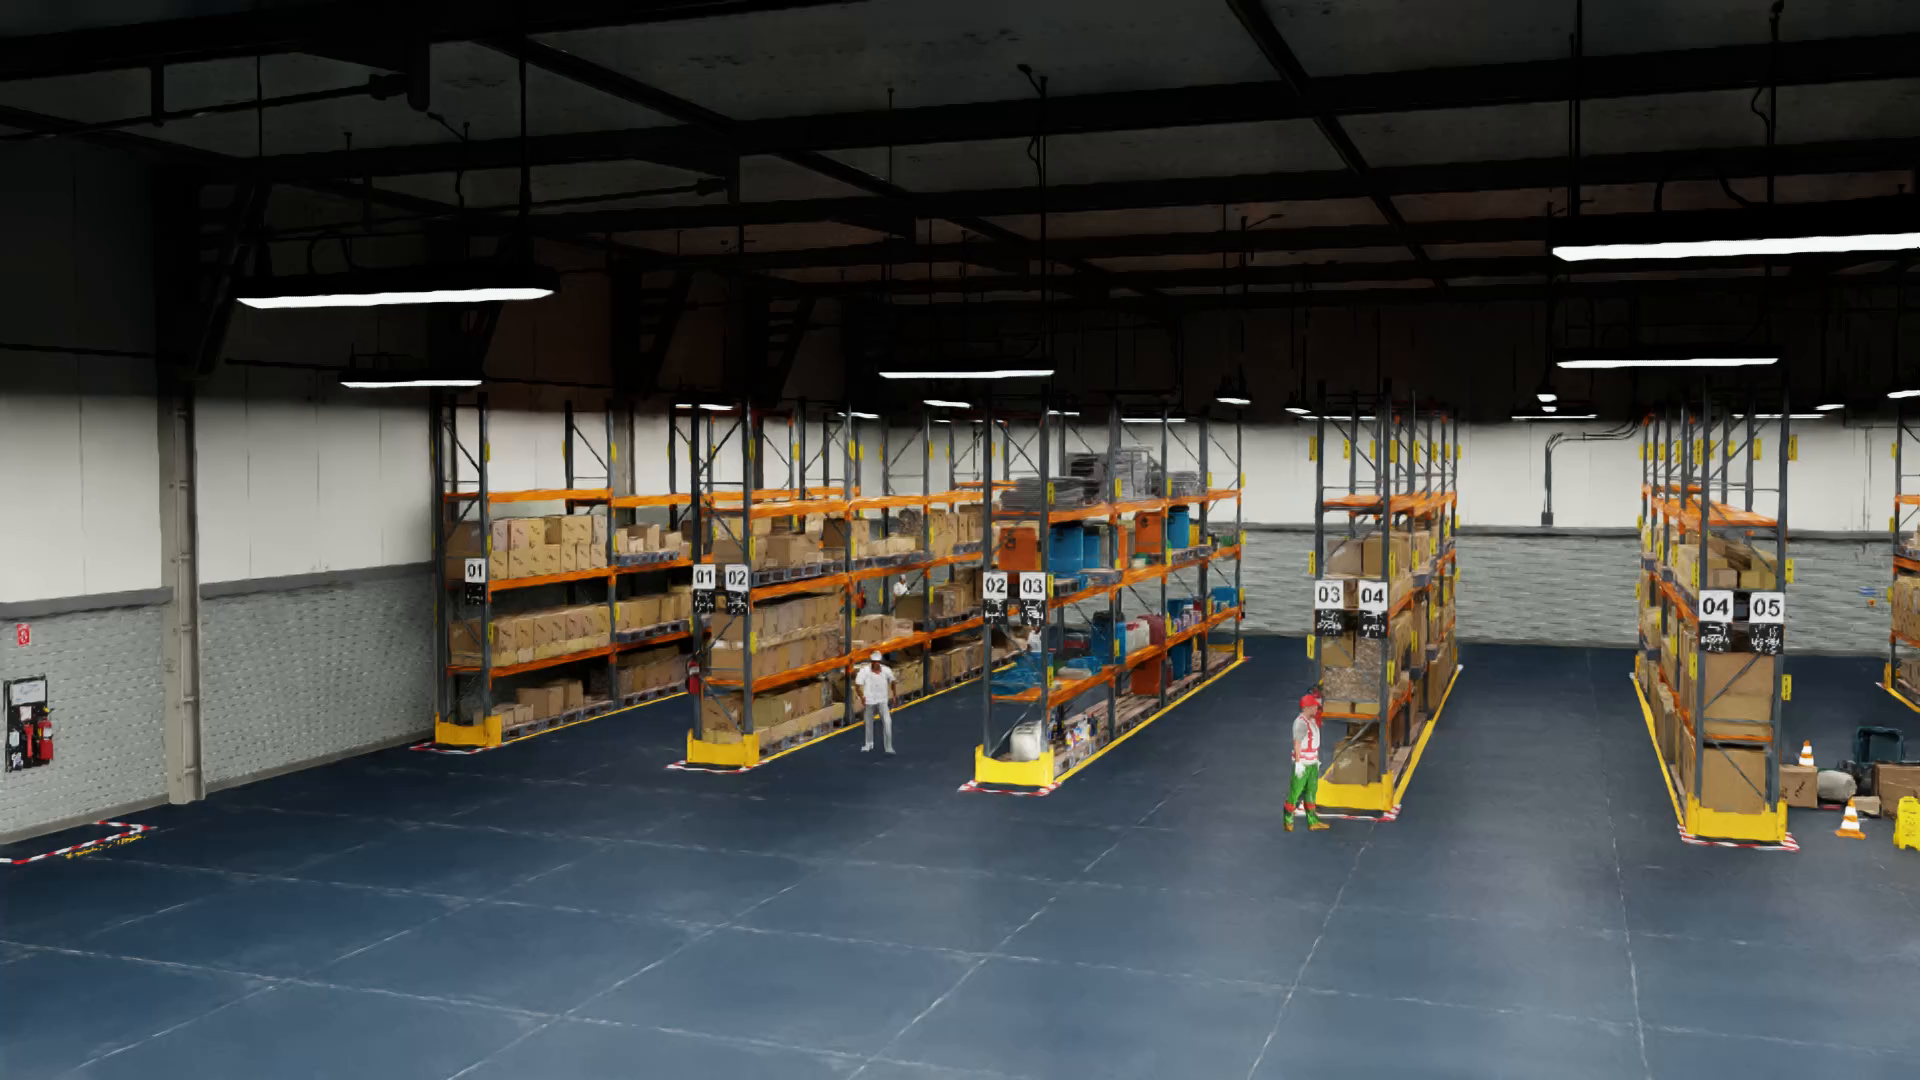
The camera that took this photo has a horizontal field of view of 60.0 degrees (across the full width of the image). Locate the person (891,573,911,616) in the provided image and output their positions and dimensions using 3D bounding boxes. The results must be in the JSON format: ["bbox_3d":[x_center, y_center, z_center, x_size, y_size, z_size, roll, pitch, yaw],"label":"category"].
[{"bbox_3d":[-1.718,1.742,45.861,0.717,1.657,0.505,-1,3,-25],"label":"person"}]

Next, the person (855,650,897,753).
[{"bbox_3d":[-1.391,2.673,27.580,0.704,1.710,0.761,0,3,-2],"label":"person"}]

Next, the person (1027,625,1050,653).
[{"bbox_3d":[1.590,2.389,33.825,0.456,1.589,1.088,1,3,22],"label":"person"}]

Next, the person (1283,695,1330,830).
[{"bbox_3d":[4.565,2.937,21.968,0.520,1.792,0.659,2,4,35],"label":"person"}]
